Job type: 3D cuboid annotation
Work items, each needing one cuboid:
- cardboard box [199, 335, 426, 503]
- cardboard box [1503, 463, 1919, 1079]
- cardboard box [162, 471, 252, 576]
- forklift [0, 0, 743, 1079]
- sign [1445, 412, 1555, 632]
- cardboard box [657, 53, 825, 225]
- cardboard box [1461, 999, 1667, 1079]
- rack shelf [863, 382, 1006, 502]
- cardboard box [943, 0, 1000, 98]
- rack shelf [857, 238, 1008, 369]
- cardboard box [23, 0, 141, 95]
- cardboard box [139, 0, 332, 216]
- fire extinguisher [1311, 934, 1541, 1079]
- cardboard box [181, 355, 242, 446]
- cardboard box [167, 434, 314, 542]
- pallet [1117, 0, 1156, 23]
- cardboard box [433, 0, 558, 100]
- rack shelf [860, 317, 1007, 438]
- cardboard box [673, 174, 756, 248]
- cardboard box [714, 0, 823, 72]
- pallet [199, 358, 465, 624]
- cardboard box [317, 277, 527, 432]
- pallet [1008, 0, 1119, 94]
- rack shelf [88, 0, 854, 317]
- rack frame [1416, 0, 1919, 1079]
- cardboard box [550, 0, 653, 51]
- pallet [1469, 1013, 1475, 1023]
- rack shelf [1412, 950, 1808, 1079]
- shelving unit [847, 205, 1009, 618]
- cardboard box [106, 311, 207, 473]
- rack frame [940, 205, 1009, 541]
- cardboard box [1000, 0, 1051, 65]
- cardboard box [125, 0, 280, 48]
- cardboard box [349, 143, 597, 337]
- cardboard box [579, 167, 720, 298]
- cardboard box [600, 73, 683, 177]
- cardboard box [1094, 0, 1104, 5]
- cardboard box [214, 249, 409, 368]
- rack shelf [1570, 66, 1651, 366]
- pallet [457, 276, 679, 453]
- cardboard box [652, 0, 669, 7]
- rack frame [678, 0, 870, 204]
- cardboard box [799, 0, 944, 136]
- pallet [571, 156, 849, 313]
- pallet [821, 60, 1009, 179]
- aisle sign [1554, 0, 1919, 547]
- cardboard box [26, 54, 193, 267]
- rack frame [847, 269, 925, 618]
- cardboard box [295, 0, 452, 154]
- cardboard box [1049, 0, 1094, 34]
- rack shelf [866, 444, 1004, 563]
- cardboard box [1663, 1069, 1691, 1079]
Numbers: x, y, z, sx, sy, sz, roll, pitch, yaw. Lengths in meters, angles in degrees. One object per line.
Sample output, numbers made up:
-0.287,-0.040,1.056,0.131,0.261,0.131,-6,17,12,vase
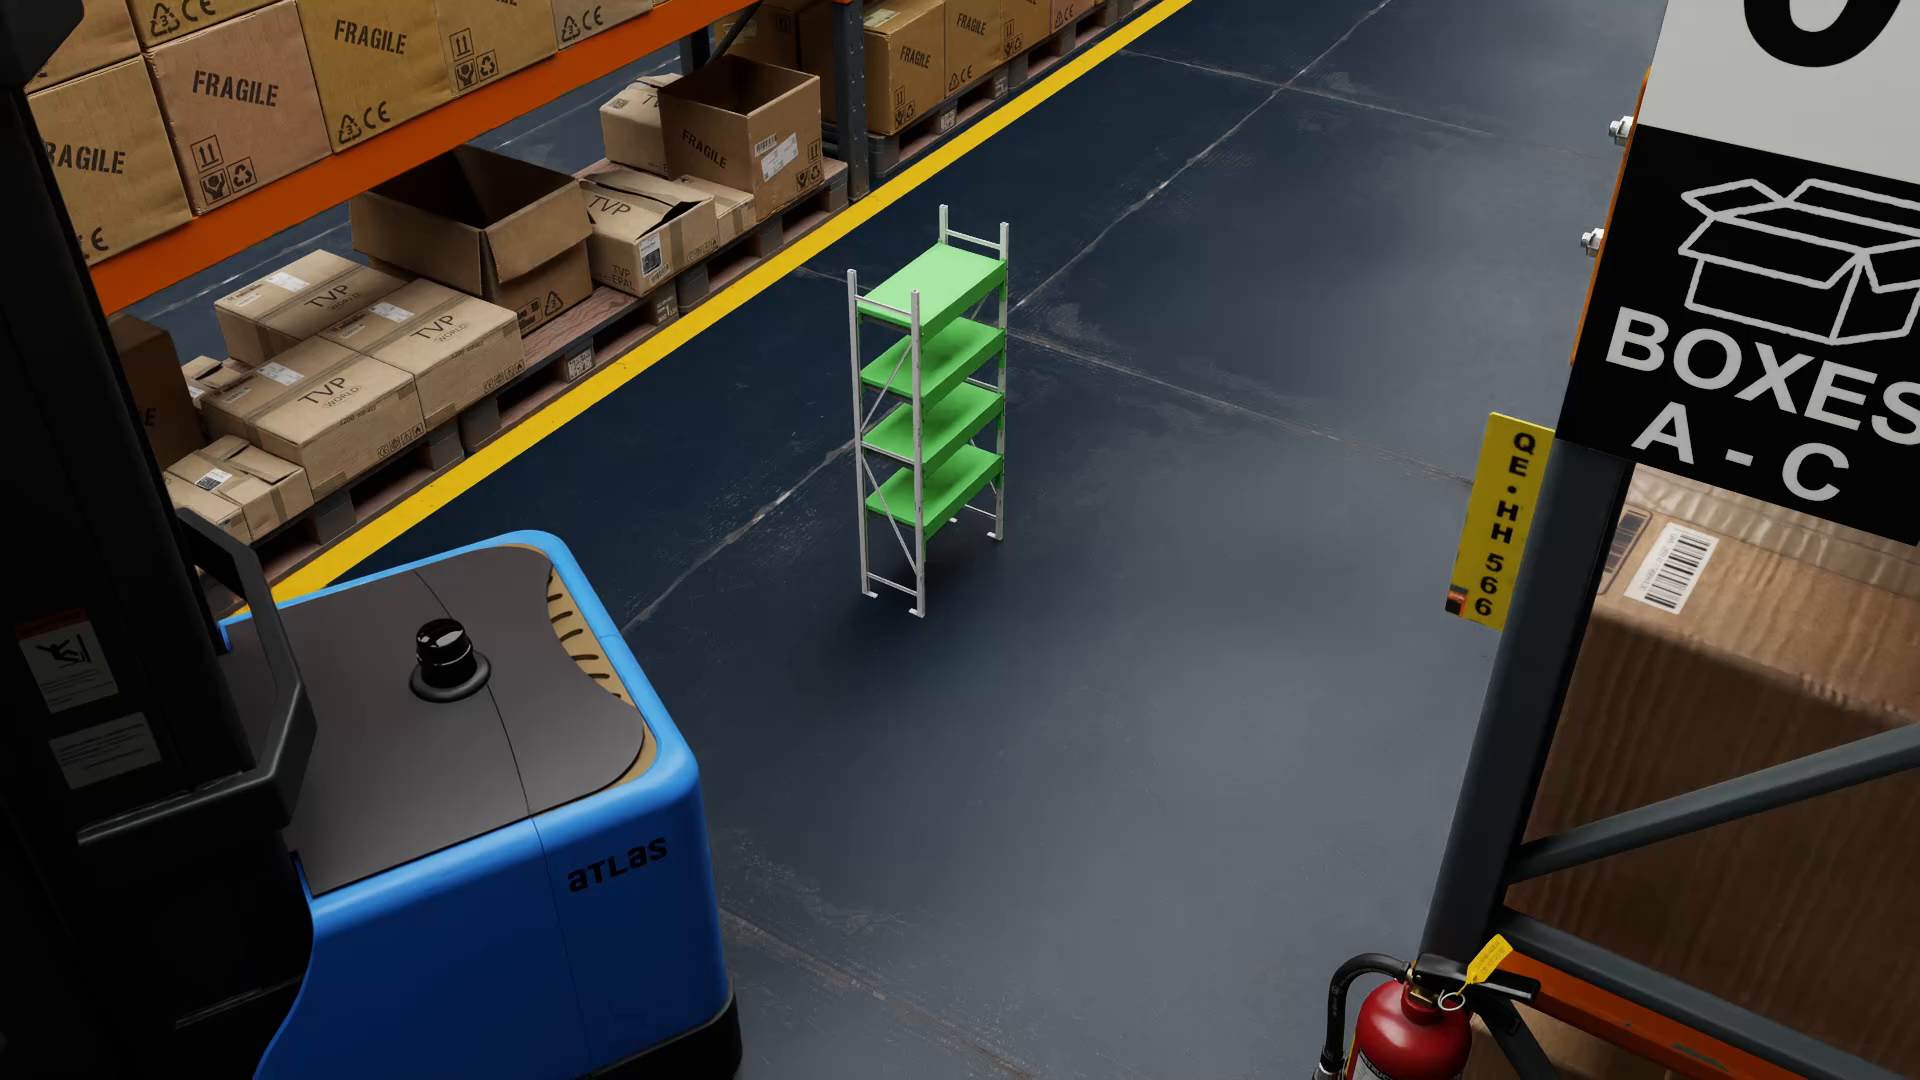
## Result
-2.225,-0.428,5.740,0.500,0.250,0.500,21,42,25,cardboard box
1.426,0.336,2.611,0.980,0.700,0.700,23,43,27,cardboard box
-2.509,-0.046,5.327,0.380,0.149,0.250,21,42,25,cardboard box
-2.065,0.338,2.911,3.031,2.935,1.130,-19,41,-23,forklift
0.710,-0.016,2.171,0.100,0.325,0.005,21,42,25,sign
-0.946,-1.757,7.259,0.500,0.500,0.500,21,42,25,cardboard box
1.452,1.151,3.503,0.700,0.500,0.500,21,42,25,cardboard box
-0.089,-0.339,5.312,0.258,0.148,0.480,21,42,25,rack shelf
-0.139,-2.592,8.342,0.500,0.500,0.500,22,43,26,cardboard box
-0.089,-0.719,5.019,0.258,0.148,0.480,21,42,25,rack shelf
-2.563,-1.475,4.306,0.500,0.500,0.500,23,43,26,cardboard box
-2.291,-1.347,4.959,0.500,0.500,0.500,21,42,25,cardboard box
0.691,0.826,2.590,0.296,0.674,0.183,21,42,25,fire extinguisher
-2.647,-0.490,5.889,0.380,0.166,0.250,21,42,25,cardboard box
-2.375,-0.182,5.489,0.380,0.166,0.250,21,42,25,cardboard box
0.831,-3.544,10.175,1.003,0.211,1.213,21,42,25,pallet
-1.751,-1.862,5.627,0.500,0.500,0.500,22,43,26,cardboard box
-0.089,-0.529,5.165,0.258,0.148,0.480,21,42,25,rack shelf
-1.097,-1.405,7.090,0.380,0.149,0.250,21,42,25,cardboard box
-0.858,-2.492,8.212,0.500,0.500,0.500,21,42,25,cardboard box
-2.557,-0.243,5.893,1.003,0.211,1.213,21,42,25,pallet
-1.957,-0.686,6.074,0.500,0.250,0.500,21,42,25,cardboard box
0.176,-2.918,9.362,1.003,0.211,1.213,21,42,25,pallet
-1.952,-1.643,6.014,1.077,0.370,4.000,21,42,25,rack shelf
1.158,0.720,2.359,0.949,2.616,0.053,21,42,25,rack frame
-1.480,-2.125,5.968,0.500,0.500,0.500,22,43,26,cardboard box
1.523,1.388,3.777,1.003,0.211,1.213,21,42,25,pallet
2.233,-0.025,3.915,1.077,0.370,4.000,21,42,25,rack shelf
-0.089,-0.390,5.273,0.258,1.200,0.503,21,42,25,shelving unit
-2.940,-0.442,5.554,0.500,0.500,0.500,21,42,25,cardboard box
0.042,-0.516,5.436,0.240,1.200,0.015,21,42,25,rack frame
0.135,-2.847,8.673,0.500,0.500,0.500,22,43,26,cardboard box
-2.290,-1.747,4.659,0.500,0.500,0.500,22,43,26,cardboard box
-1.883,-1.175,6.501,0.797,0.503,0.637,21,42,25,cardboard box
-1.348,-1.296,6.816,0.500,0.311,0.500,21,42,25,cardboard box
-1.288,-1.923,7.630,0.500,0.311,0.500,21,42,25,cardboard box
0.682,-3.380,9.365,0.500,0.500,0.500,20,42,24,cardboard box
-2.406,-0.823,6.253,0.500,0.250,0.500,21,42,25,cardboard box
2.233,-1.213,2.999,1.077,0.370,4.000,21,42,25,rack shelf
-1.902,-0.870,6.705,1.003,0.211,1.213,21,42,25,pallet
-1.207,-2.391,6.313,0.500,0.500,0.500,22,43,26,cardboard box
-0.881,-2.959,7.132,1.000,3.000,0.127,21,42,25,rack frame
-0.416,-2.313,7.981,0.500,0.500,0.500,19,42,23,cardboard box
-1.249,-1.501,7.525,1.003,0.211,1.213,21,42,25,pallet
-0.477,-2.287,8.543,1.003,0.211,1.213,21,42,25,pallet
0.869,-0.369,1.643,0.394,0.787,0.004,21,42,25,aisle sign
-2.563,-1.079,4.611,0.500,0.500,0.500,22,43,26,cardboard box
-0.219,-0.264,5.110,0.240,1.200,0.015,21,42,25,rack frame
-2.020,-1.605,5.293,0.500,0.500,0.500,21,42,25,cardboard box
0.406,-3.107,9.011,0.500,0.500,0.500,20,42,23,cardboard box
-0.089,-0.149,5.459,0.258,0.148,0.480,21,42,25,rack shelf
1.554,1.024,3.137,0.380,0.149,0.250,21,43,25,cardboard box
